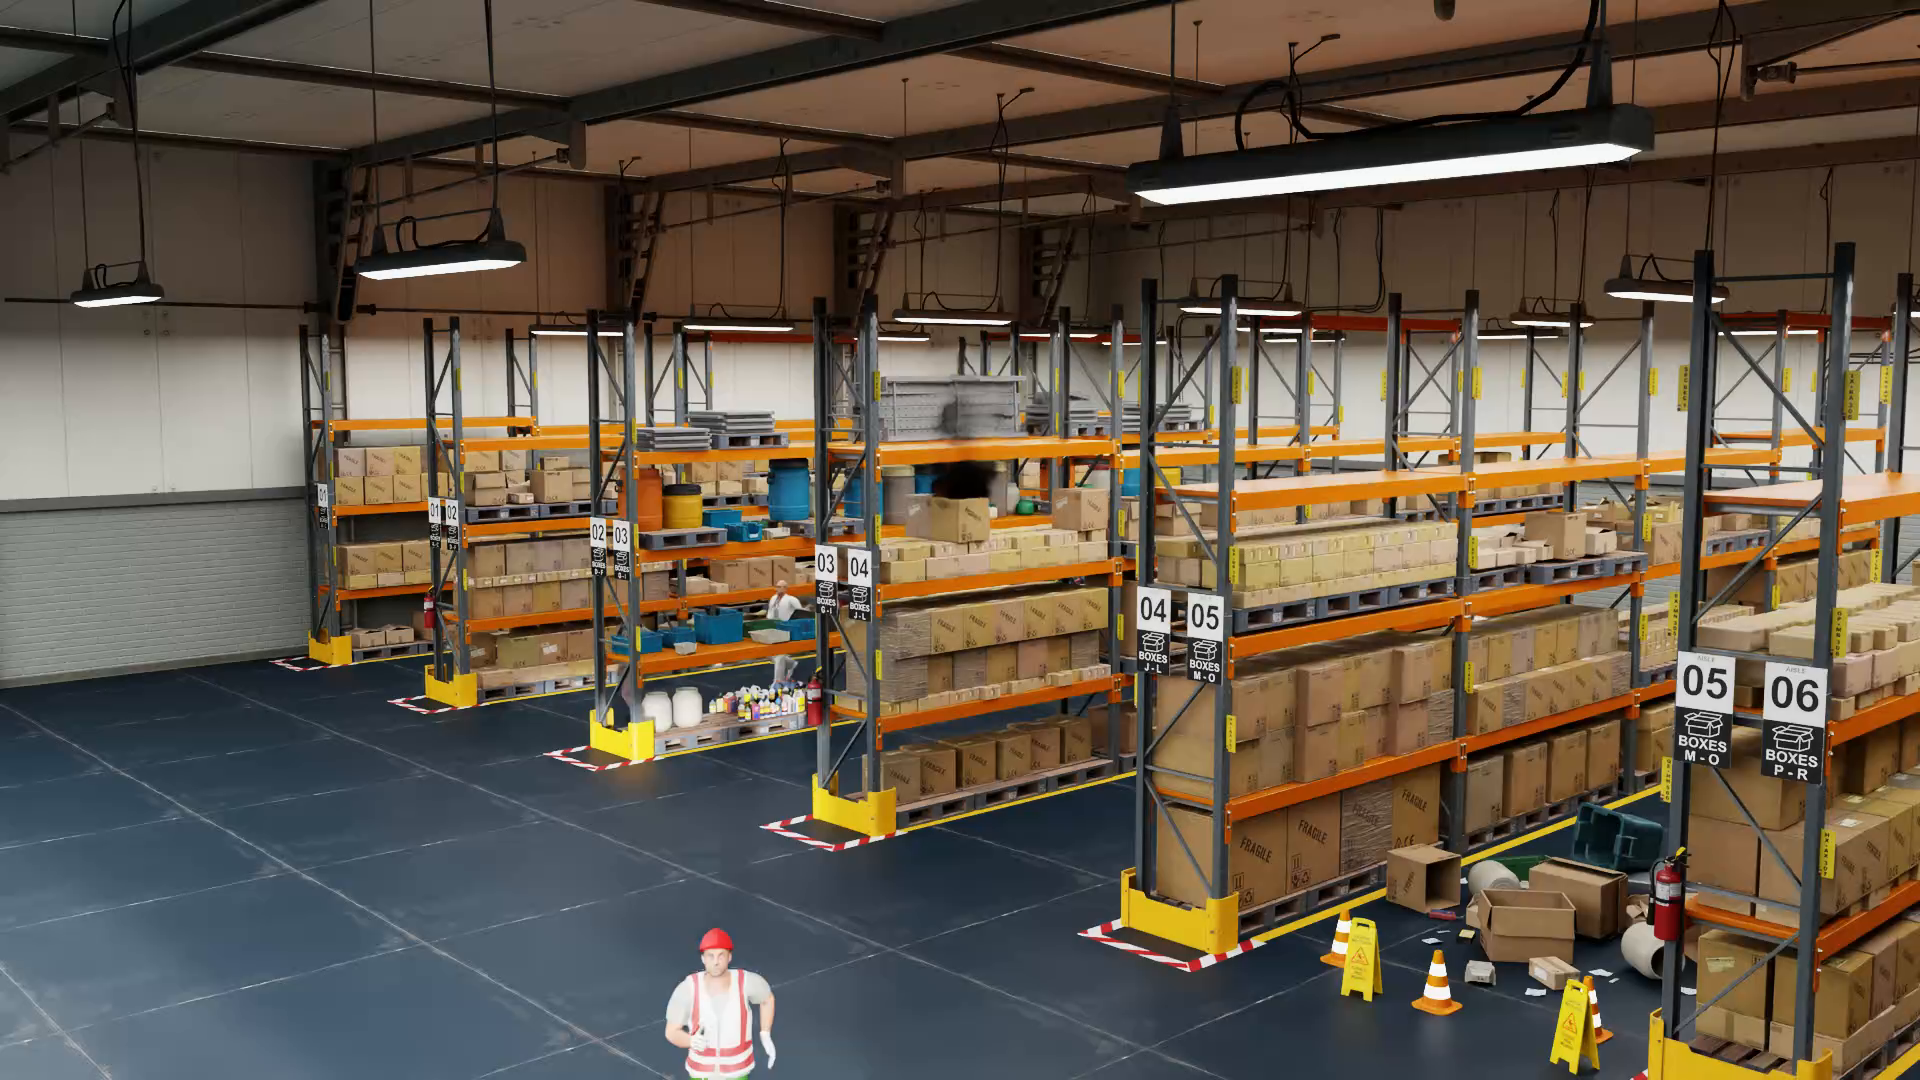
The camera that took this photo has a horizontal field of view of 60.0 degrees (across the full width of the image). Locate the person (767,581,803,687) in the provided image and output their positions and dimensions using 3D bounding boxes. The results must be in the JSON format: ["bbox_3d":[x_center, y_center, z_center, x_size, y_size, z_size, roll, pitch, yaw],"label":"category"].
[{"bbox_3d":[-2.880,1.538,27.357,0.738,1.765,0.770,4,7,35],"label":"person"}]

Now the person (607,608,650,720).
[{"bbox_3d":[-4.900,1.842,24.528,0.648,1.677,0.590,3,7,31],"label":"person"}]

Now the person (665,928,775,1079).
[{"bbox_3d":[-1.447,3.254,10.084,0.648,1.845,0.799,0,6,-2],"label":"person"}]

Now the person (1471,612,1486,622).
[{"bbox_3d":[7.648,1.768,24.961,0.692,1.803,0.700,-5,8,-42],"label":"person"}]
